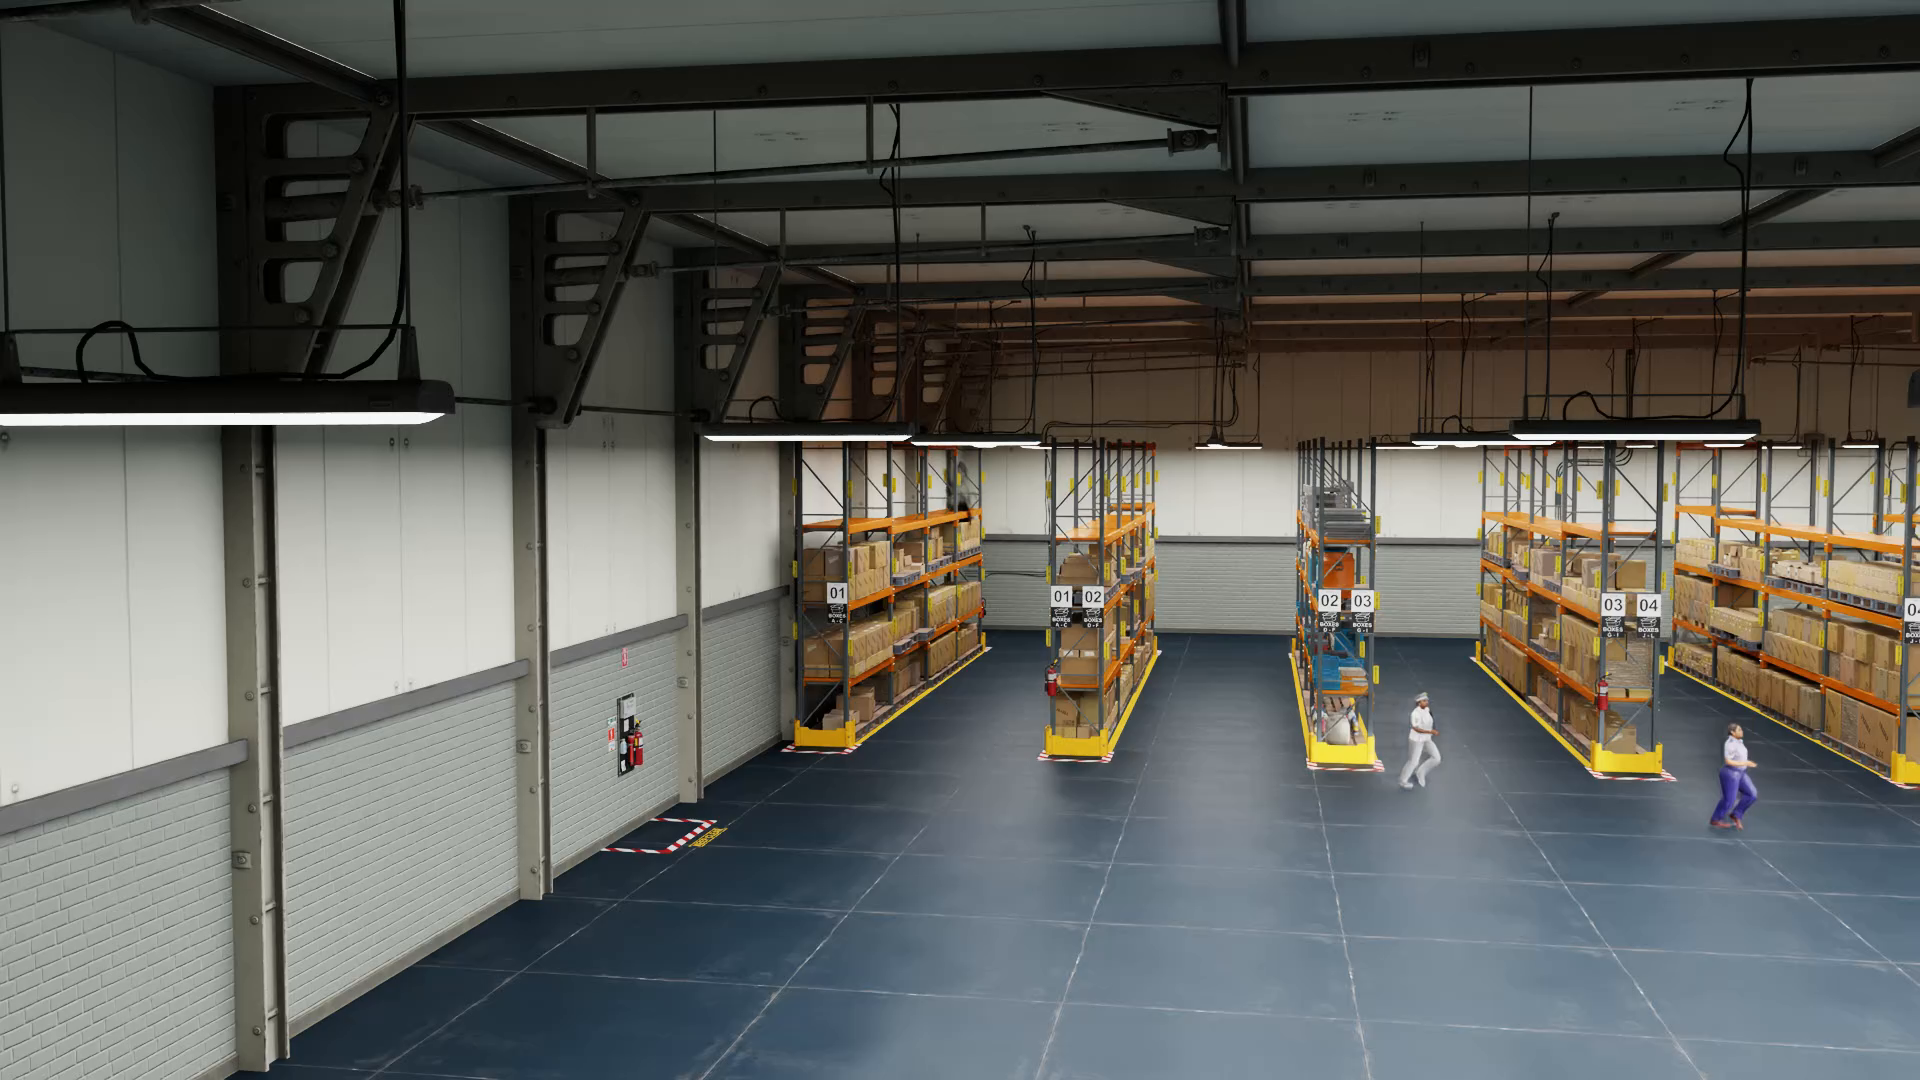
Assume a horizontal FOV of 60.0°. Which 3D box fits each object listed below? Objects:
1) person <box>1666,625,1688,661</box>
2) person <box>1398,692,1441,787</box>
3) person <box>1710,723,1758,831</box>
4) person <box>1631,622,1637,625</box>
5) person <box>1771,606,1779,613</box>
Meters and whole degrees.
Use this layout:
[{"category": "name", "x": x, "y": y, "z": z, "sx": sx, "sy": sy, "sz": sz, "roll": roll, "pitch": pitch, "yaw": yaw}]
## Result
[{"category": "person", "x": 19.821, "y": 2.521, "z": 45.522, "sx": 0.804, "sy": 1.666, "sz": 0.610, "roll": 0, "pitch": 3, "yaw": -1}, {"category": "person", "x": 7.833, "y": 3.382, "z": 28.162, "sx": 0.589, "sy": 1.650, "sz": 0.802, "roll": -2, "pitch": 4, "yaw": -37}, {"category": "person", "x": 11.707, "y": 3.584, "z": 25.107, "sx": 0.685, "sy": 1.662, "sz": 0.580, "roll": 3, "pitch": 4, "yaw": 44}, {"category": "person", "x": 17.732, "y": 2.581, "z": 44.415, "sx": 0.713, "sy": 1.603, "sz": 0.692, "roll": 2, "pitch": 3, "yaw": 29}, {"category": "person", "x": 21.037, "y": 2.588, "z": 43.058, "sx": 0.707, "sy": 1.790, "sz": 0.734, "roll": 1, "pitch": 3, "yaw": 11}]
